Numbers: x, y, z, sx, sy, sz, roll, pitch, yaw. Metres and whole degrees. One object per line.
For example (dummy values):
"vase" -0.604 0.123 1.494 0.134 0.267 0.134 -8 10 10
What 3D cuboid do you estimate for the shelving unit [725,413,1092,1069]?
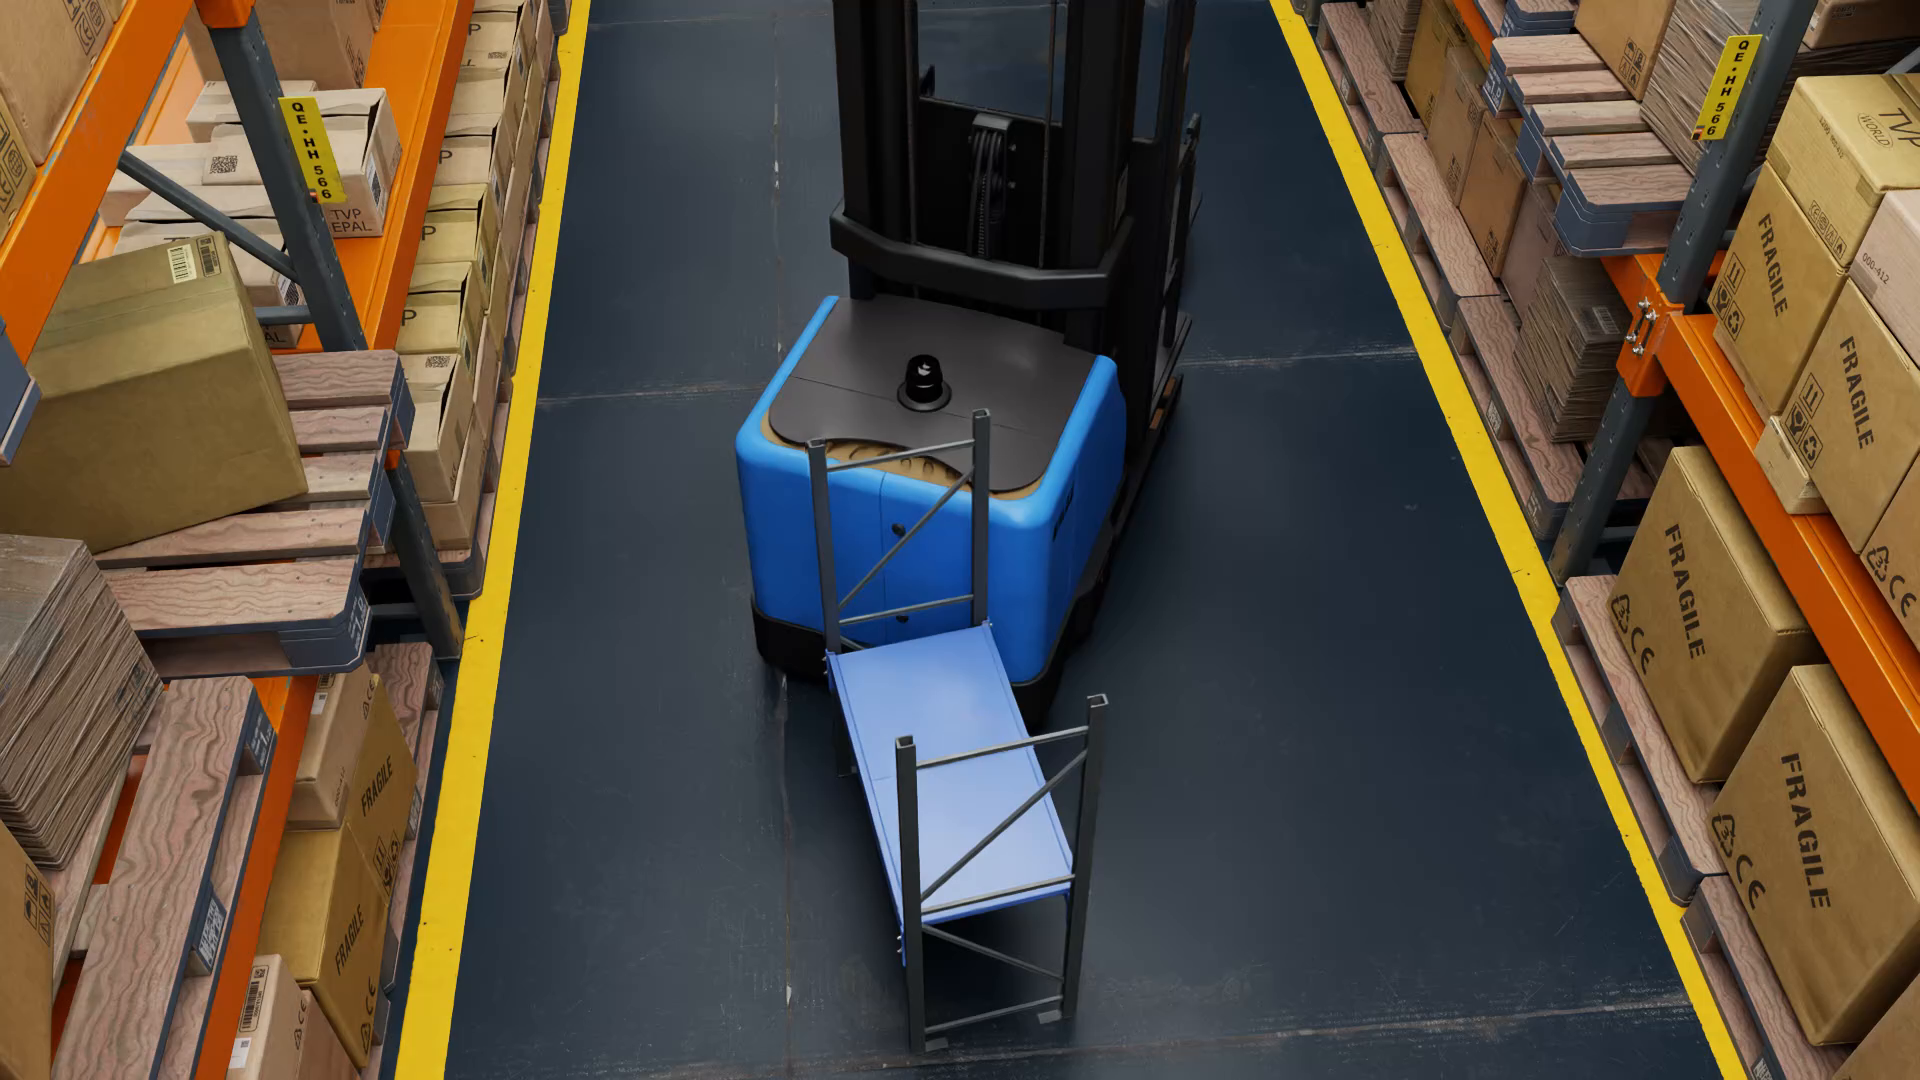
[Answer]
"shelving unit" -0.153 0.590 4.658 0.538 1.500 1.048 -20 50 -18

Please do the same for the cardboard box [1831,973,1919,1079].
"cardboard box" 2.750 1.458 3.995 0.750 0.750 0.750 -2 47 -2

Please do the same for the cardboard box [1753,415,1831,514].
"cardboard box" 2.423 -0.214 4.546 0.380 0.149 0.250 -2 47 -2

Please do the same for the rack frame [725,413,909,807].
"rack frame" -0.385 0.262 4.969 0.500 1.500 0.032 -20 50 -18

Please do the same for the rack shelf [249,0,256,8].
"rack shelf" -2.427 -2.853 5.316 1.077 0.370 4.000 -3 47 -3

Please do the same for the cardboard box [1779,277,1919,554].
"cardboard box" 2.496 -0.323 4.202 0.500 0.500 0.500 -2 47 -2

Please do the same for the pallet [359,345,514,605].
"pallet" -2.290 -0.261 6.352 1.003 0.211 1.213 -3 47 -3

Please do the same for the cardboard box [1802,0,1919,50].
"cardboard box" 2.617 -1.582 4.864 0.380 0.149 0.250 -9 47 -8

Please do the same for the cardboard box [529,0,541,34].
"cardboard box" -2.275 -2.632 7.895 0.500 0.311 0.500 -3 47 -3

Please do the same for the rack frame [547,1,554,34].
"rack frame" -2.595 -3.516 7.514 1.000 3.000 0.127 -3 47 -3

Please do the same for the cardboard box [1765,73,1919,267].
"cardboard box" 2.460 -0.962 4.291 0.500 0.250 0.500 -2 47 -2

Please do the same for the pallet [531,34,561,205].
"pallet" -2.494 -2.026 8.024 1.003 0.211 1.213 -3 47 -3

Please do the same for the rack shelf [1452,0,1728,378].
"rack shelf" 2.509 -2.125 6.692 1.077 0.370 4.000 -3 47 -3

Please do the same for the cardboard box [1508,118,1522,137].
"cardboard box" 2.531 -1.781 6.773 0.500 0.250 0.500 -4 47 -3

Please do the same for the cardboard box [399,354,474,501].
"cardboard box" -2.011 -0.410 5.791 0.500 0.311 0.500 -2 47 -2

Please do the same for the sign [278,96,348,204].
"sign" -1.720 -1.033 4.419 0.100 0.325 0.005 -3 47 -3

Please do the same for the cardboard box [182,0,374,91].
"cardboard box" -2.417 -1.869 5.885 0.500 0.500 0.500 -6 47 -5

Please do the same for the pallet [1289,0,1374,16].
"pallet" 2.250 -3.345 9.272 1.003 0.211 1.213 -3 47 -3

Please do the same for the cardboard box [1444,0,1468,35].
"cardboard box" 2.460 -2.519 7.472 0.500 0.250 0.500 -4 47 -4

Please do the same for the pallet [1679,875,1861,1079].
"pallet" 2.766 1.489 4.695 1.003 0.211 1.213 -3 47 -3

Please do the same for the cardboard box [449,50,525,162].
"cardboard box" -2.186 -1.895 7.197 0.500 0.311 0.500 -4 47 -3

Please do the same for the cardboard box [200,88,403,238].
"cardboard box" -2.142 -1.250 5.429 0.500 0.311 0.500 -4 47 -4

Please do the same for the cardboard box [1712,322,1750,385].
"cardboard box" 2.473 -0.594 4.906 0.380 0.149 0.250 -4 47 -4

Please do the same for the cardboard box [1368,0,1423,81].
"cardboard box" 2.419 -2.580 8.046 0.700 0.500 0.500 -2 47 -2

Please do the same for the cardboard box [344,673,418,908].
"cardboard box" -1.948 0.749 4.893 0.500 0.500 0.500 -2 47 -2

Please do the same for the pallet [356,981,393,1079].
"pallet" -2.136 1.760 4.438 1.003 0.211 1.213 -3 47 -3

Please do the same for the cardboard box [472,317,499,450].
"cardboard box" -2.054 -0.581 6.339 0.500 0.250 0.500 -5 47 -4

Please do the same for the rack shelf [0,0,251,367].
"rack shelf" -2.092 0.041 2.575 1.077 0.370 4.000 -3 47 -3

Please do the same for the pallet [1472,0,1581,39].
"pallet" 2.470 -2.289 6.484 1.003 0.211 1.213 -3 47 -3

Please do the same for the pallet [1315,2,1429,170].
"pallet" 2.408 -2.298 8.281 1.003 0.211 1.213 -3 47 -3

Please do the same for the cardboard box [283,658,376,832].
"cardboard box" -1.939 0.531 4.583 0.500 0.250 0.500 -2 47 -2

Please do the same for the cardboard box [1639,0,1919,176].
"cardboard box" 2.627 -1.451 5.186 0.700 0.500 0.500 -8 47 -8

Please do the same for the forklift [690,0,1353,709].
"forklift" 0.454 -1.383 5.541 1.130 2.935 3.031 31 54 26

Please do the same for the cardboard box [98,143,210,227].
"cardboard box" -2.611 -1.169 5.465 0.380 0.149 0.250 -3 47 -3

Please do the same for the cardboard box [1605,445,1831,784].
"cardboard box" 2.607 0.209 5.177 0.750 0.750 0.750 -4 47 -4

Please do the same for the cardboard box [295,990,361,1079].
"cardboard box" -1.855 1.503 4.180 0.500 0.500 0.500 -5 47 -5

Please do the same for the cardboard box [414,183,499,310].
"cardboard box" -2.104 -1.159 6.500 0.500 0.311 0.500 -5 47 -4

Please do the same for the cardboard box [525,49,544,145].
"cardboard box" -2.231 -2.066 7.746 0.500 0.250 0.500 -4 47 -4

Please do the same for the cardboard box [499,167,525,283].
"cardboard box" -2.146 -1.328 7.046 0.500 0.250 0.500 -3 47 -2

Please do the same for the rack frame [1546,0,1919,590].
"rack frame" 2.676 -0.926 5.061 1.000 3.000 0.127 -3 47 -3

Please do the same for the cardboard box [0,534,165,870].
"cardboard box" -2.209 0.321 3.521 0.700 0.500 0.500 4 47 4

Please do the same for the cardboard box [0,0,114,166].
"cardboard box" -2.147 -1.005 3.001 0.910 0.500 0.500 -3 47 -3

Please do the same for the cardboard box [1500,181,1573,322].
"cardboard box" 2.637 -1.115 6.659 0.700 0.500 0.500 -4 47 -3

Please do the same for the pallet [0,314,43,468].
"pallet" -2.000 0.079 2.173 1.213 0.211 1.003 -3 47 -3

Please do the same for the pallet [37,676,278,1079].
"pallet" -2.092 0.851 3.510 1.003 0.211 1.213 -3 47 -3

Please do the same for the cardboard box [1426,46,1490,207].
"cardboard box" 2.515 -1.837 7.343 0.700 0.500 0.500 -3 47 -3
